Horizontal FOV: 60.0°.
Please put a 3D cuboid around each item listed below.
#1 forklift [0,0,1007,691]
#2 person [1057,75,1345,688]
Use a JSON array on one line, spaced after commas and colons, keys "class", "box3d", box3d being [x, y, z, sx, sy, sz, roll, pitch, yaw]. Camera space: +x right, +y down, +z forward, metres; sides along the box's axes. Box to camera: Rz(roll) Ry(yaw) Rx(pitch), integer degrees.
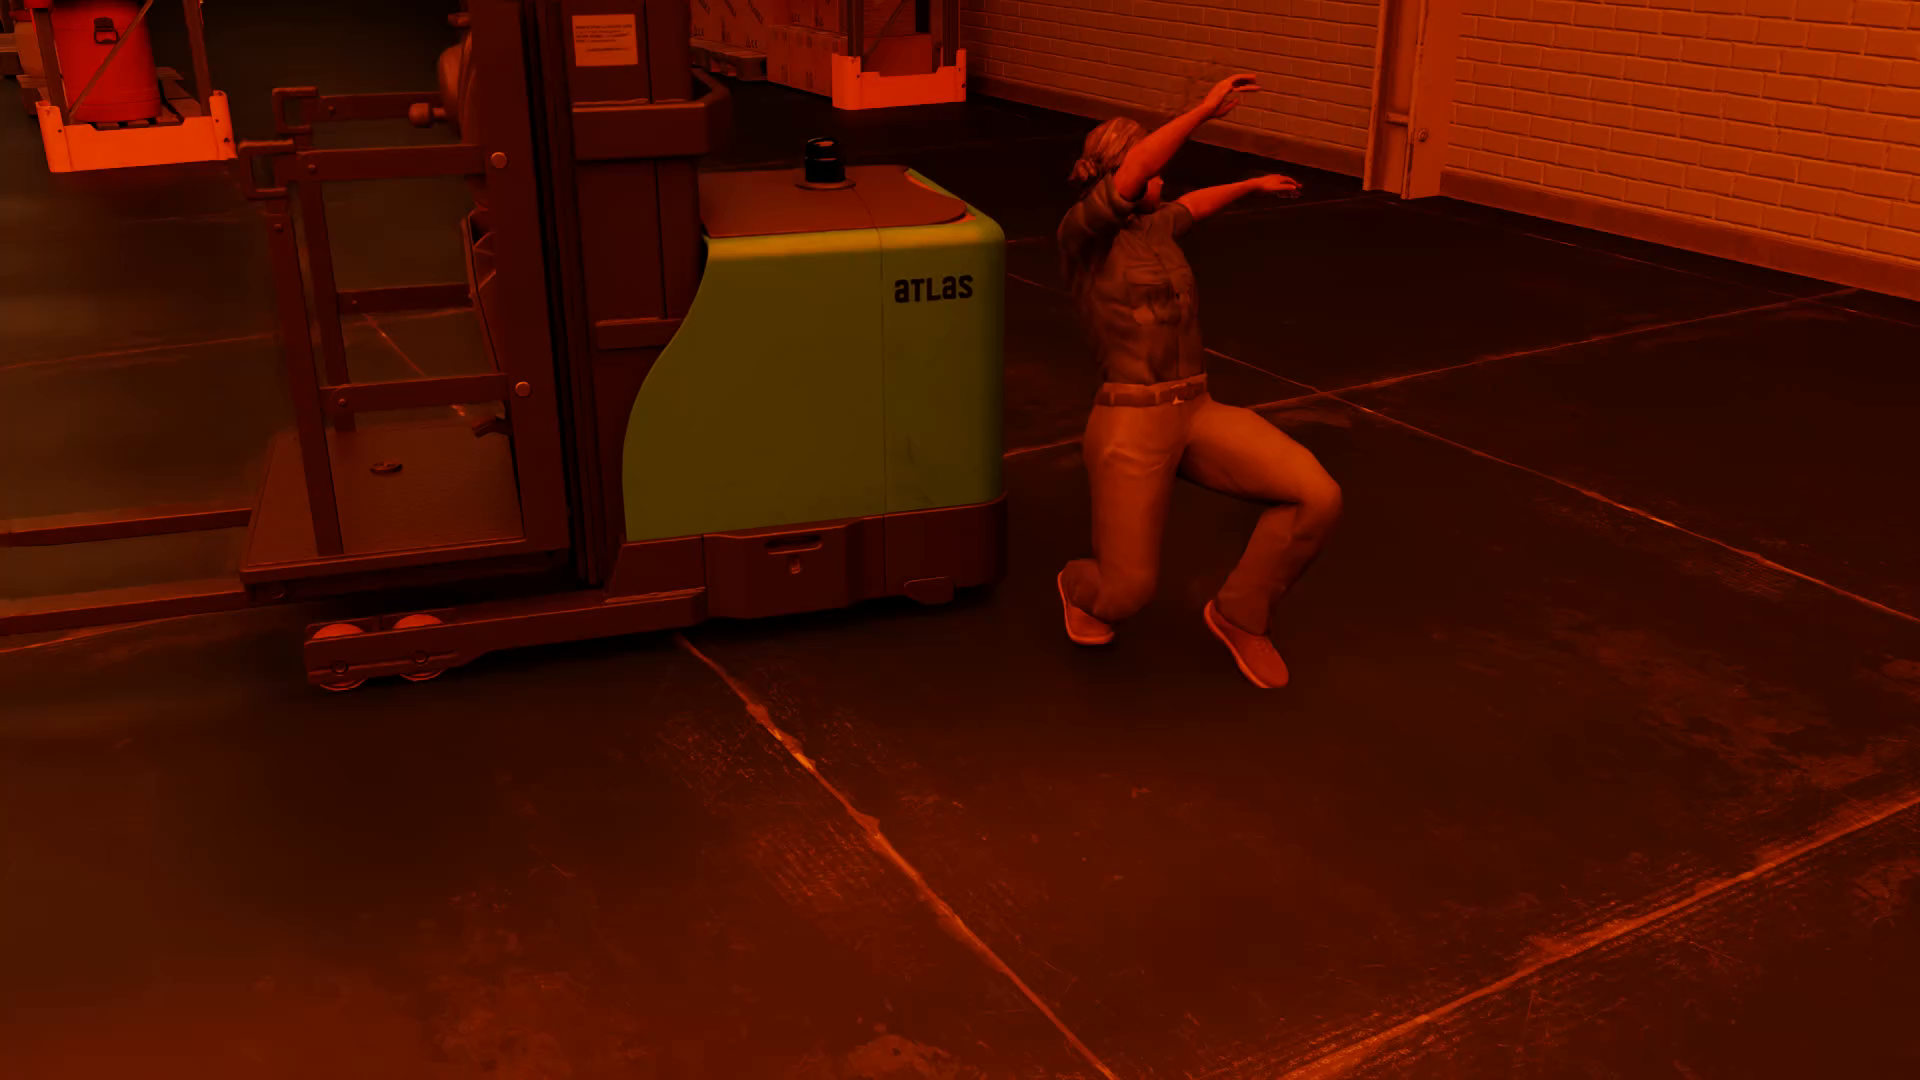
[{"class": "forklift", "box3d": [-1.443, -1.198, 4.193, 3.031, 2.935, 1.130, -7, 23, -16]}, {"class": "person", "box3d": [0.733, -0.416, 4.225, 1.016, 1.512, 0.798, -18, 28, -36]}]
